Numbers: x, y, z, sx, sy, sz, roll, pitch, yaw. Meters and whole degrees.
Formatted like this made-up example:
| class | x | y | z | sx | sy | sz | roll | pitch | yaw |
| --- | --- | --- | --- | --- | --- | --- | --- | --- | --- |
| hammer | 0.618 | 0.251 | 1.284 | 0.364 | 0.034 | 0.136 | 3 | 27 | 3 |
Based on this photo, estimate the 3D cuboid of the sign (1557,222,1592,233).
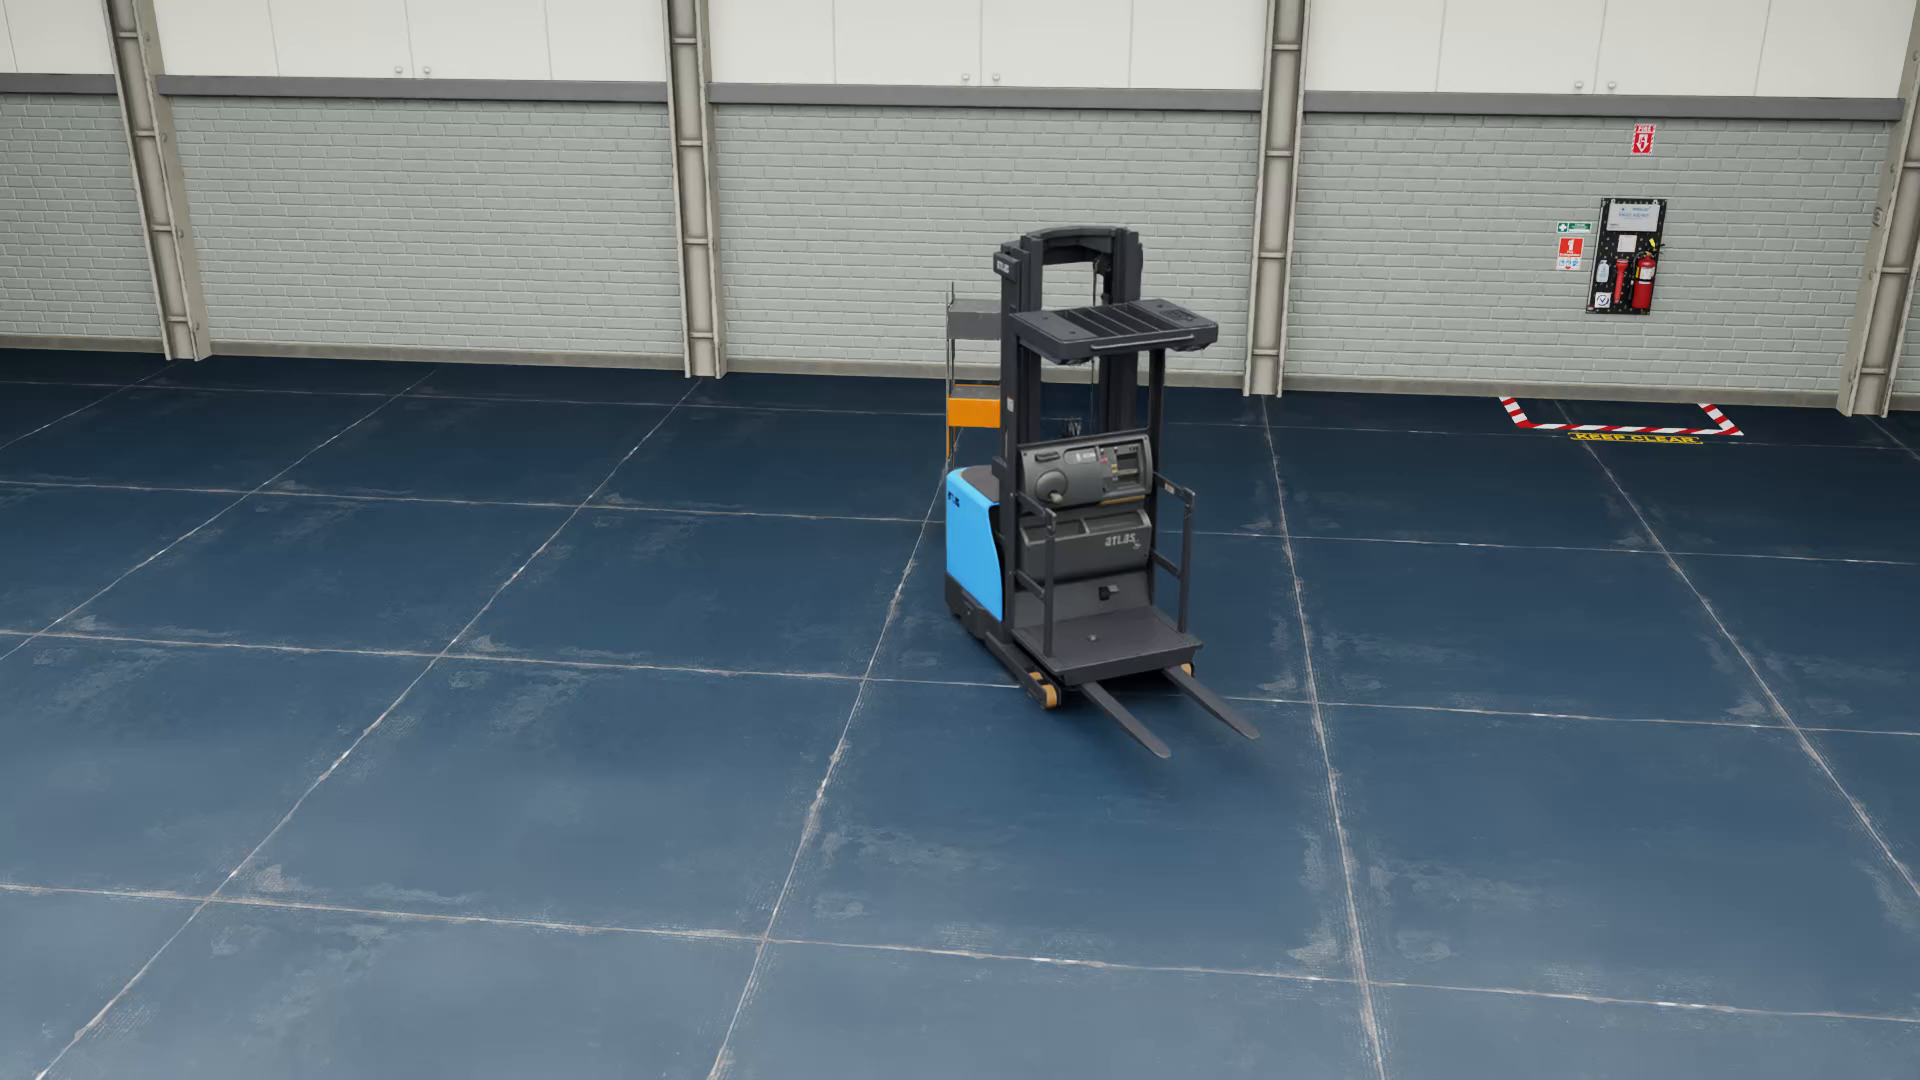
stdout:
| class | x | y | z | sx | sy | sz | roll | pitch | yaw |
| --- | --- | --- | --- | --- | --- | --- | --- | --- | --- |
| sign | 6.159 | -3.134 | 16.676 | 0.331 | 0.109 | 0.001 | 2 | 22 | 6 |

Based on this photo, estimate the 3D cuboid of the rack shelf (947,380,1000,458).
| class | x | y | z | sx | sy | sz | roll | pitch | yaw |
| --- | --- | --- | --- | --- | --- | --- | --- | --- | --- |
| rack shelf | 0.164 | -0.957 | 13.200 | 0.480 | 0.518 | 0.431 | 2 | 22 | 6 |

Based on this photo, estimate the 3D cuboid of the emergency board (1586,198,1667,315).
| class | x | y | z | sx | sy | sz | roll | pitch | yaw |
| --- | --- | --- | --- | --- | --- | --- | --- | --- | --- |
| emergency board | 6.693 | -2.812 | 16.633 | 0.643 | 1.169 | 0.194 | 2 | 22 | 6 |

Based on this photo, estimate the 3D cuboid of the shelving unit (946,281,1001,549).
| class | x | y | z | sx | sy | sz | roll | pitch | yaw |
| --- | --- | --- | --- | --- | --- | --- | --- | --- | --- |
| shelving unit | 0.164 | -0.969 | 13.195 | 0.503 | 2.100 | 0.431 | 2 | 22 | 6 |

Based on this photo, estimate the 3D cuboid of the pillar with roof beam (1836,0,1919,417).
| class | x | y | z | sx | sy | sz | roll | pitch | yaw |
| --- | --- | --- | --- | --- | --- | --- | --- | --- | --- |
| pillar with roof beam | 8.636 | -3.910 | 11.249 | 0.400 | 9.000 | 9.100 | 2 | 22 | 6 |

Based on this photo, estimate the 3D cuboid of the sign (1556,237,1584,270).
| class | x | y | z | sx | sy | sz | roll | pitch | yaw |
| --- | --- | --- | --- | --- | --- | --- | --- | --- | --- |
| sign | 6.156 | -2.891 | 16.782 | 0.234 | 0.329 | 0.001 | 2 | 22 | 6 |

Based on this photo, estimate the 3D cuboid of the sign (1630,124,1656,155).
| class | x | y | z | sx | sy | sz | roll | pitch | yaw |
| --- | --- | --- | --- | --- | --- | --- | --- | --- | --- |
| sign | 6.697 | -3.927 | 16.300 | 0.199 | 0.298 | 0.001 | 2 | 22 | 6 |

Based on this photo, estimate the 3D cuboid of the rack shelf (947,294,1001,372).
| class | x | y | z | sx | sy | sz | roll | pitch | yaw |
| --- | --- | --- | --- | --- | --- | --- | --- | --- | --- |
| rack shelf | 0.164 | -1.608 | 12.943 | 0.480 | 0.518 | 0.431 | 2 | 22 | 6 |

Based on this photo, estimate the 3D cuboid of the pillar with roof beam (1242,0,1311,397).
| class | x | y | z | sx | sy | sz | roll | pitch | yaw |
| --- | --- | --- | --- | --- | --- | --- | --- | --- | --- |
| pillar with roof beam | 2.678 | -4.169 | 11.906 | 0.400 | 9.000 | 9.100 | 2 | 22 | 6 |

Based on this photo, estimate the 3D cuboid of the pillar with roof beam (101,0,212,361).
| class | x | y | z | sx | sy | sz | roll | pitch | yaw |
| --- | --- | --- | --- | --- | --- | --- | --- | --- | --- |
| pillar with roof beam | -9.239 | -4.688 | 13.219 | 0.400 | 9.000 | 9.100 | 2 | 22 | 6 |

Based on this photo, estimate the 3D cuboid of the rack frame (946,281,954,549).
| class | x | y | z | sx | sy | sz | roll | pitch | yaw |
| --- | --- | --- | --- | --- | --- | --- | --- | --- | --- |
| rack frame | -0.078 | -0.980 | 13.222 | 0.015 | 2.100 | 0.400 | 2 | 22 | 6 |

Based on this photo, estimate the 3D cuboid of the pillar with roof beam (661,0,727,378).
| class | x | y | z | sx | sy | sz | roll | pitch | yaw |
| --- | --- | --- | --- | --- | --- | --- | --- | --- | --- |
| pillar with roof beam | -3.281 | -4.429 | 12.562 | 0.400 | 9.000 | 9.100 | 2 | 22 | 6 |

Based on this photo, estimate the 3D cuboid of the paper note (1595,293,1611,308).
| class | x | y | z | sx | sy | sz | roll | pitch | yaw |
| --- | --- | --- | --- | --- | --- | --- | --- | --- | --- |
| paper note | 6.525 | -2.436 | 16.878 | 0.142 | 0.148 | 0.016 | 2 | 22 | 6 |

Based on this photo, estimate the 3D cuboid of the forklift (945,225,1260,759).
| class | x | y | z | sx | sy | sz | roll | pitch | yaw |
| --- | --- | --- | --- | --- | --- | --- | --- | --- | --- |
| forklift | 0.919 | -0.437 | 10.719 | 1.130 | 2.935 | 3.031 | -9 | 23 | -21 |

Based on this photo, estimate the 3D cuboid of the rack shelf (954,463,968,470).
| class | x | y | z | sx | sy | sz | roll | pitch | yaw |
| --- | --- | --- | --- | --- | --- | --- | --- | --- | --- |
| rack shelf | 0.164 | -0.306 | 13.458 | 0.480 | 0.518 | 0.431 | 2 | 22 | 6 |
